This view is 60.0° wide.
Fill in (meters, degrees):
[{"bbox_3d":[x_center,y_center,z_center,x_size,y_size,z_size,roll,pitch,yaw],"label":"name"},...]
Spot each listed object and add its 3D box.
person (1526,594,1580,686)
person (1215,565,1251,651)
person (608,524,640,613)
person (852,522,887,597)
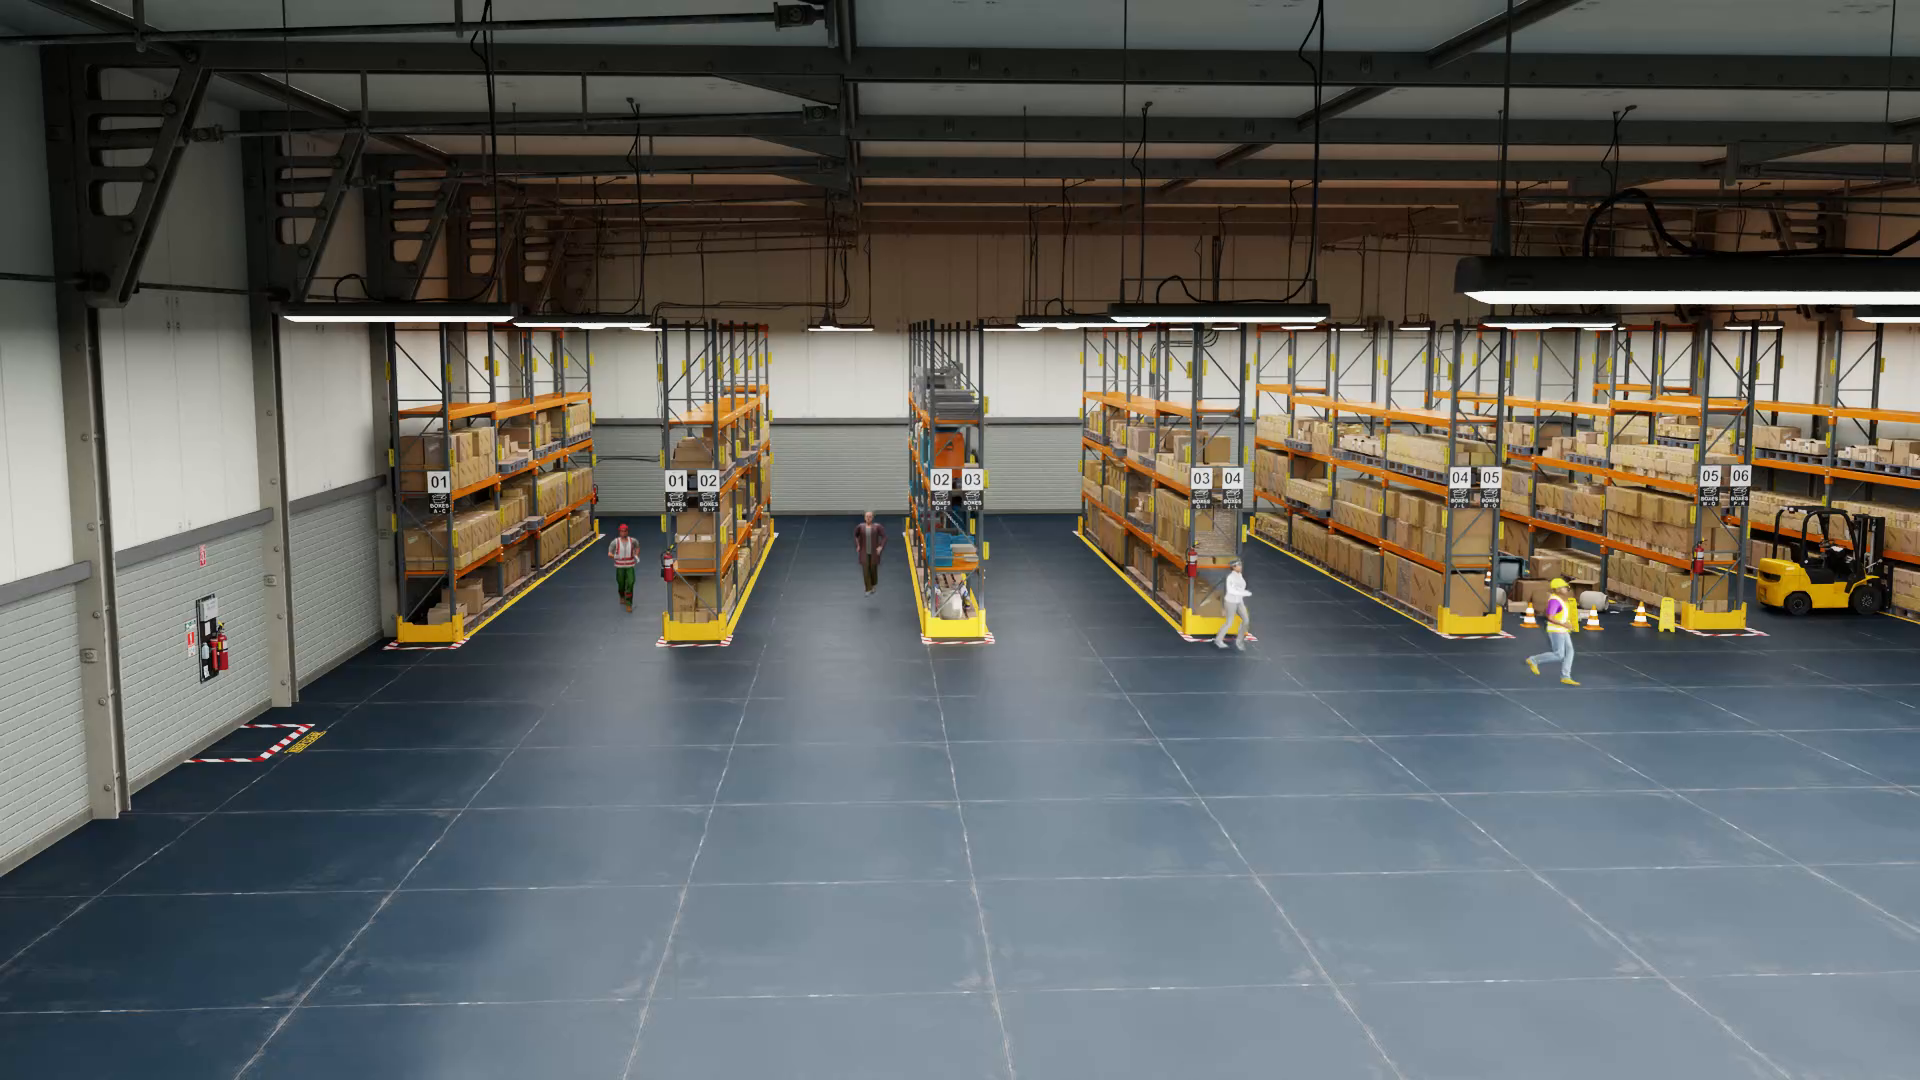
[{"bbox_3d":[9.778,1.629,27.330,0.850,1.503,0.675,4,8,30],"label":"person"},{"bbox_3d":[5.031,1.199,30.221,0.702,1.725,0.501,5,9,37],"label":"person"},{"bbox_3d":[-6.943,0.565,34.443,0.656,1.786,0.987,-2,7,-15],"label":"person"},{"bbox_3d":[-1.891,0.378,34.823,0.731,1.567,0.744,0,7,1],"label":"person"}]
